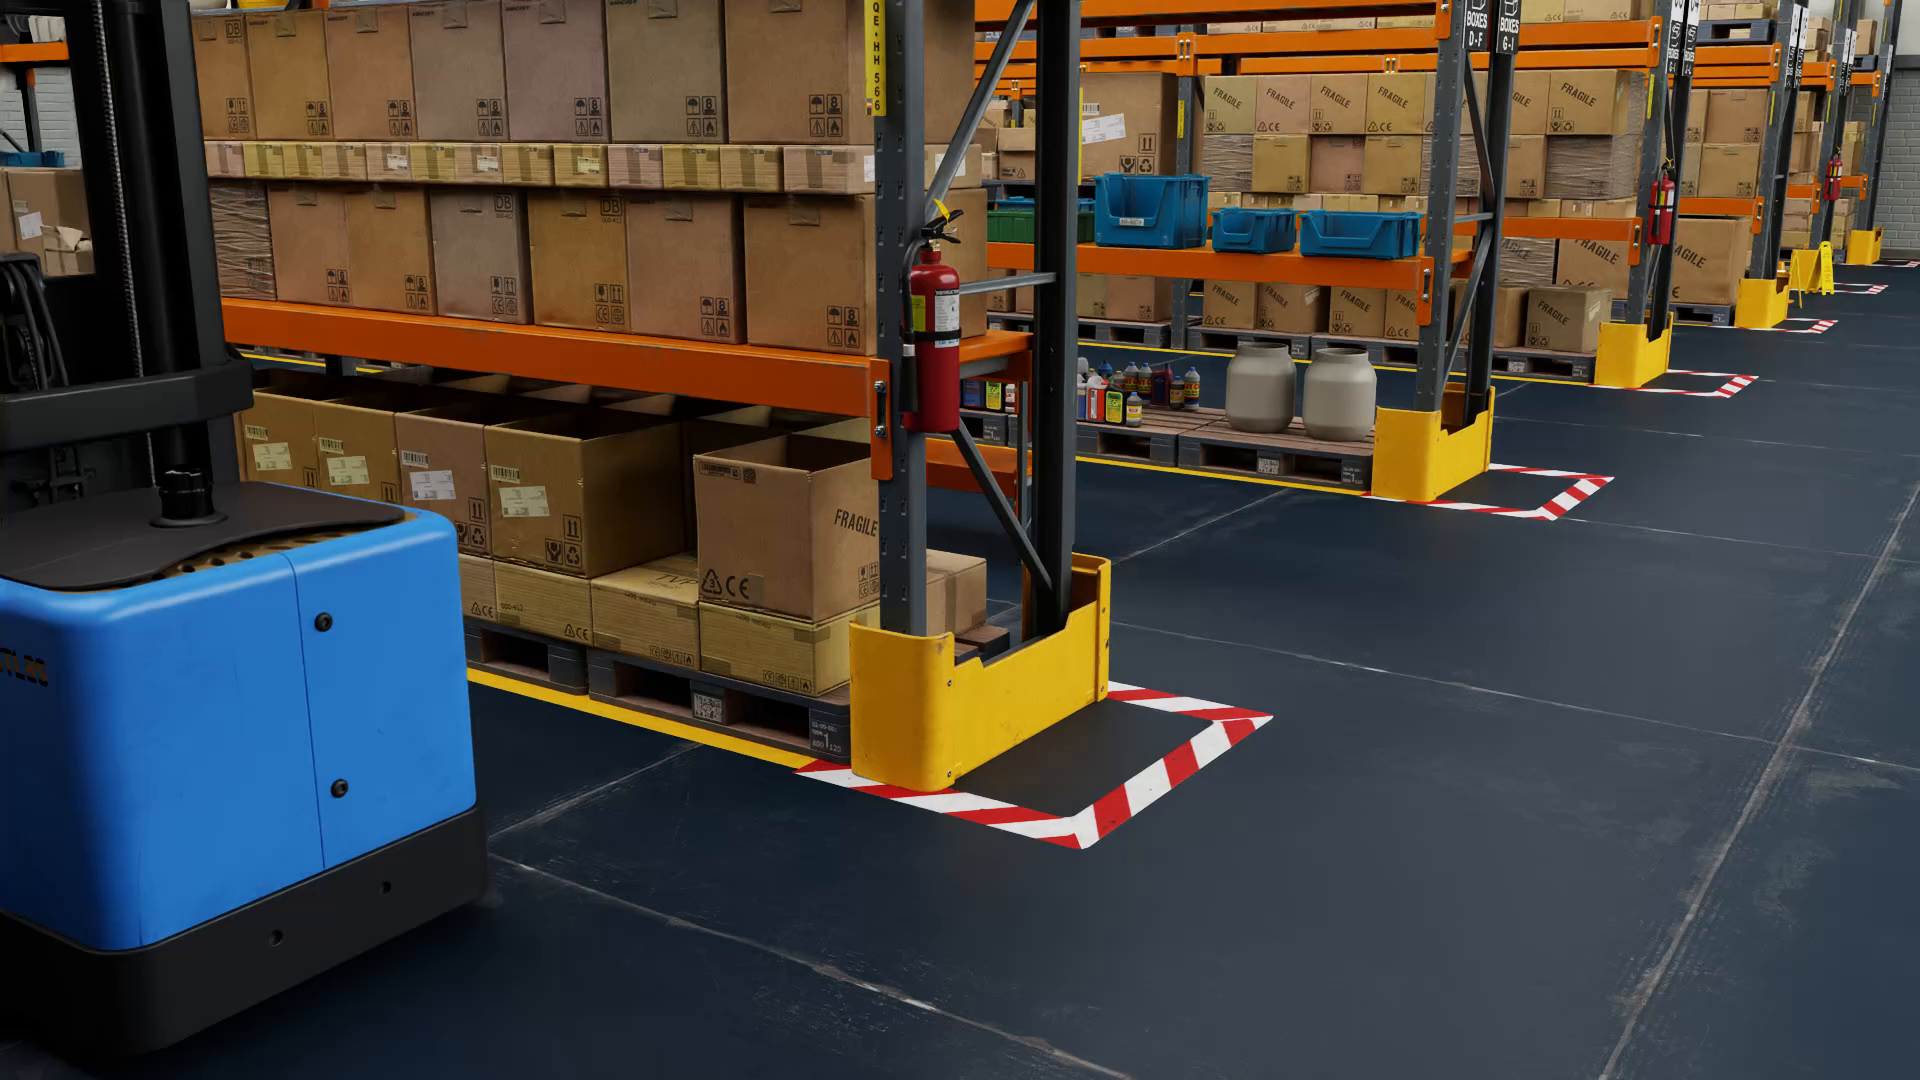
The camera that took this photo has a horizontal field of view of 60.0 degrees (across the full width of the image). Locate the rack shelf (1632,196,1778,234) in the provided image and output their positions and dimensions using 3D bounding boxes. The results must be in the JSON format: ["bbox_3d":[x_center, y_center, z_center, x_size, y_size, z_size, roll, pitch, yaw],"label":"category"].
[{"bbox_3d":[6.799,-3.678,18.436,4.000,0.370,1.077,9,17,33],"label":"rack shelf"}]

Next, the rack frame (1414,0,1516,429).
[{"bbox_3d":[2.842,-1.796,9.336,0.127,3.000,1.000,9,17,33],"label":"rack frame"}]

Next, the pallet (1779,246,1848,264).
[{"bbox_3d":[13.247,-4.490,26.024,1.213,0.211,1.003,9,17,33],"label":"pallet"}]

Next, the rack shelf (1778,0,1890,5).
[{"bbox_3d":[12.245,-8.387,25.805,4.000,0.370,1.077,9,17,33],"label":"rack shelf"}]

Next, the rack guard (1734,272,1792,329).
[{"bbox_3d":[8.479,-2.542,17.553,0.348,0.500,1.175,9,17,33],"label":"rack guard"}]

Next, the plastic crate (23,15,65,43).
[{"bbox_3d":[-8.767,-4.982,16.209,0.530,0.282,0.437,9,17,33],"label":"plastic crate"}]

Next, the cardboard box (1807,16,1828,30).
[{"bbox_3d":[10.692,-6.467,20.827,0.250,0.149,0.380,9,17,33],"label":"cardboard box"}]

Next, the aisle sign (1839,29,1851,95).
[{"bbox_3d":[11.027,-5.955,20.728,0.004,0.787,0.394,9,17,33],"label":"aisle sign"}]

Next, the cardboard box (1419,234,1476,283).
[{"bbox_3d":[5.622,-3.370,19.241,0.875,0.875,0.875,9,17,34],"label":"cardboard box"}]

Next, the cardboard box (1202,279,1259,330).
[{"bbox_3d":[2.597,-2.249,15.494,0.500,0.500,0.500,9,16,31],"label":"cardboard box"}]

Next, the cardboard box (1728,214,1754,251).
[{"bbox_3d":[10.327,-4.048,21.722,0.500,0.500,0.500,9,17,33],"label":"cardboard box"}]

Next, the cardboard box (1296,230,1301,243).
[{"bbox_3d":[4.574,-3.473,19.917,0.750,0.750,1.050,9,17,33],"label":"cardboard box"}]

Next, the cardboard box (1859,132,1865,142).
[{"bbox_3d":[13.768,-6.210,25.611,0.250,0.149,0.380,9,16,31],"label":"cardboard box"}]

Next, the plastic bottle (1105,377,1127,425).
[{"bbox_3d":[0.967,-0.862,10.300,0.133,0.283,0.061,10,17,34],"label":"plastic bottle"}]

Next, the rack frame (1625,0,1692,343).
[{"bbox_3d":[5.607,-2.784,13.326,0.127,3.000,1.000,9,17,33],"label":"rack frame"}]

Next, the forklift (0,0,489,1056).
[{"bbox_3d":[-2.747,-0.542,4.411,3.031,2.935,1.130,9,16,32],"label":"forklift"}]

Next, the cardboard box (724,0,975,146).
[{"bbox_3d":[-0.349,-1.559,5.473,0.500,0.500,0.700,9,17,33],"label":"cardboard box"}]

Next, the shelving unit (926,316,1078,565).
[{"bbox_3d":[-0.006,-0.547,8.192,1.048,1.125,0.538,9,17,33],"label":"shelving unit"}]

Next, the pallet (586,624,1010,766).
[{"bbox_3d":[-0.583,0.450,6.064,1.213,0.211,1.003,9,17,33],"label":"pallet"}]

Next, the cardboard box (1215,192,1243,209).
[{"bbox_3d":[2.498,-3.073,15.018,0.250,0.149,0.380,9,17,33],"label":"cardboard box"}]

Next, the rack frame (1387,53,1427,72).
[{"bbox_3d":[5.140,-4.295,19.433,0.127,3.000,1.000,9,17,33],"label":"rack frame"}]

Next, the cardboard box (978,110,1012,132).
[{"bbox_3d":[0.634,-6.911,27.710,0.500,0.500,0.500,9,17,32],"label":"cardboard box"}]

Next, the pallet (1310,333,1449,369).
[{"bbox_3d":[3.881,-1.720,14.832,1.213,0.211,1.003,9,17,33],"label":"pallet"}]

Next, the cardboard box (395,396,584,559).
[{"bbox_3d":[-1.788,-0.253,6.391,0.500,0.500,0.500,9,17,33],"label":"cardboard box"}]

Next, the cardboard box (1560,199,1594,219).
[{"bbox_3d":[5.048,-2.692,13.480,0.250,0.149,0.380,9,17,33],"label":"cardboard box"}]

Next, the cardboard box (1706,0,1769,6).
[{"bbox_3d":[7.897,-5.549,16.866,0.500,0.250,0.500,9,17,34],"label":"cardboard box"}]

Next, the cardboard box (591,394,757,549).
[{"bbox_3d":[-1.084,-0.290,6.538,0.500,0.500,0.500,9,17,33],"label":"cardboard box"}]

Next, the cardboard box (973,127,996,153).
[{"bbox_3d":[-0.042,-3.990,17.115,0.500,0.500,0.700,12,19,41],"label":"cardboard box"}]

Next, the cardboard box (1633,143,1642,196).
[{"bbox_3d":[7.262,-4.042,18.098,0.550,0.550,0.875,9,17,33],"label":"cardboard box"}]

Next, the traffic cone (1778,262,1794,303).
[{"bbox_3d":[9.723,-3.062,19.728,0.334,0.463,0.336,9,17,33],"label":"traffic cone"}]

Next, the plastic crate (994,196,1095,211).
[{"bbox_3d":[0.593,-2.166,11.140,0.616,0.251,0.499,9,17,33],"label":"plastic crate"}]

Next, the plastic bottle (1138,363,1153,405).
[{"bbox_3d":[1.227,-1.037,11.030,0.097,0.271,0.097,0,14,0],"label":"plastic bottle"}]

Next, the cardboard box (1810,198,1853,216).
[{"bbox_3d":[13.348,-5.104,25.466,0.500,0.250,0.500,10,17,35],"label":"cardboard box"}]

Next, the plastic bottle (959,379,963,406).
[{"bbox_3d":[-0.039,-1.069,10.997,0.185,0.351,0.144,10,17,34],"label":"plastic bottle"}]

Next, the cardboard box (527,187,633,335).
[{"bbox_3d":[-1.153,-1.060,6.154,0.500,0.500,0.700,9,17,33],"label":"cardboard box"}]

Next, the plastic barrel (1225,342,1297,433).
[{"bbox_3d":[1.838,-0.933,10.151,0.421,0.512,0.421,0,14,0],"label":"plastic barrel"}]

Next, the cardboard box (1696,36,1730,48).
[{"bbox_3d":[9.713,-6.438,21.541,0.500,0.250,0.500,10,17,34],"label":"cardboard box"}]

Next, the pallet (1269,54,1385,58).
[{"bbox_3d":[4.351,-5.772,19.553,1.217,0.209,0.805,8,16,31],"label":"pallet"}]

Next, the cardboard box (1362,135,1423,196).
[{"bbox_3d":[3.885,-3.244,14.358,0.500,0.500,0.875,9,17,33],"label":"cardboard box"}]

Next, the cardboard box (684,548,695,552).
[{"bbox_3d":[-1.078,0.072,6.637,0.500,0.250,0.500,9,17,33],"label":"cardboard box"}]

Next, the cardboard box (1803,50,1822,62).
[{"bbox_3d":[10.685,-6.086,20.946,0.250,0.149,0.380,9,17,33],"label":"cardboard box"}]

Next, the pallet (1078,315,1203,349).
[{"bbox_3d":[1.641,-2.071,16.248,1.213,0.211,1.003,9,17,33],"label":"pallet"}]

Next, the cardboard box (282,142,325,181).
[{"bbox_3d":[-2.488,-1.531,6.709,0.250,0.149,0.380,9,17,32],"label":"cardboard box"}]

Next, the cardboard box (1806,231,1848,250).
[{"bbox_3d":[13.338,-4.619,25.588,0.500,0.250,0.500,9,17,33],"label":"cardboard box"}]

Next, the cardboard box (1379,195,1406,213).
[{"bbox_3d":[3.783,-2.886,14.264,0.250,0.149,0.380,9,17,33],"label":"cardboard box"}]

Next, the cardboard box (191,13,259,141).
[{"bbox_3d":[-2.873,-1.965,7.112,0.500,0.500,0.700,9,17,33],"label":"cardboard box"}]

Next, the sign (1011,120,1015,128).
[{"bbox_3d":[0.872,-6.717,27.248,0.005,0.325,0.100,9,17,33],"label":"sign"}]

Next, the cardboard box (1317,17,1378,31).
[{"bbox_3d":[3.366,-4.453,14.140,0.500,0.250,0.500,8,16,31],"label":"cardboard box"}]

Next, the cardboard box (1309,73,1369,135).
[{"bbox_3d":[3.349,-3.753,14.335,0.500,0.500,0.500,9,17,33],"label":"cardboard box"}]

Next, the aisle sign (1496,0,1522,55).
[{"bbox_3d":[3.066,-3.107,9.221,0.004,0.787,0.394,9,17,33],"label":"aisle sign"}]

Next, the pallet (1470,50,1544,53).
[{"bbox_3d":[5.813,-5.597,18.632,1.213,0.211,1.003,9,17,33],"label":"pallet"}]

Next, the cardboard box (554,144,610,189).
[{"bbox_3d":[-1.204,-1.324,5.871,0.250,0.149,0.380,10,17,35],"label":"cardboard box"}]

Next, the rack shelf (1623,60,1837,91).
[{"bbox_3d":[9.478,-6.135,22.117,4.000,0.370,1.077,9,17,33],"label":"rack shelf"}]

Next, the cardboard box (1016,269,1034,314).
[{"bbox_3d":[0.940,-2.550,16.667,0.500,0.500,0.700,8,16,28],"label":"cardboard box"}]
